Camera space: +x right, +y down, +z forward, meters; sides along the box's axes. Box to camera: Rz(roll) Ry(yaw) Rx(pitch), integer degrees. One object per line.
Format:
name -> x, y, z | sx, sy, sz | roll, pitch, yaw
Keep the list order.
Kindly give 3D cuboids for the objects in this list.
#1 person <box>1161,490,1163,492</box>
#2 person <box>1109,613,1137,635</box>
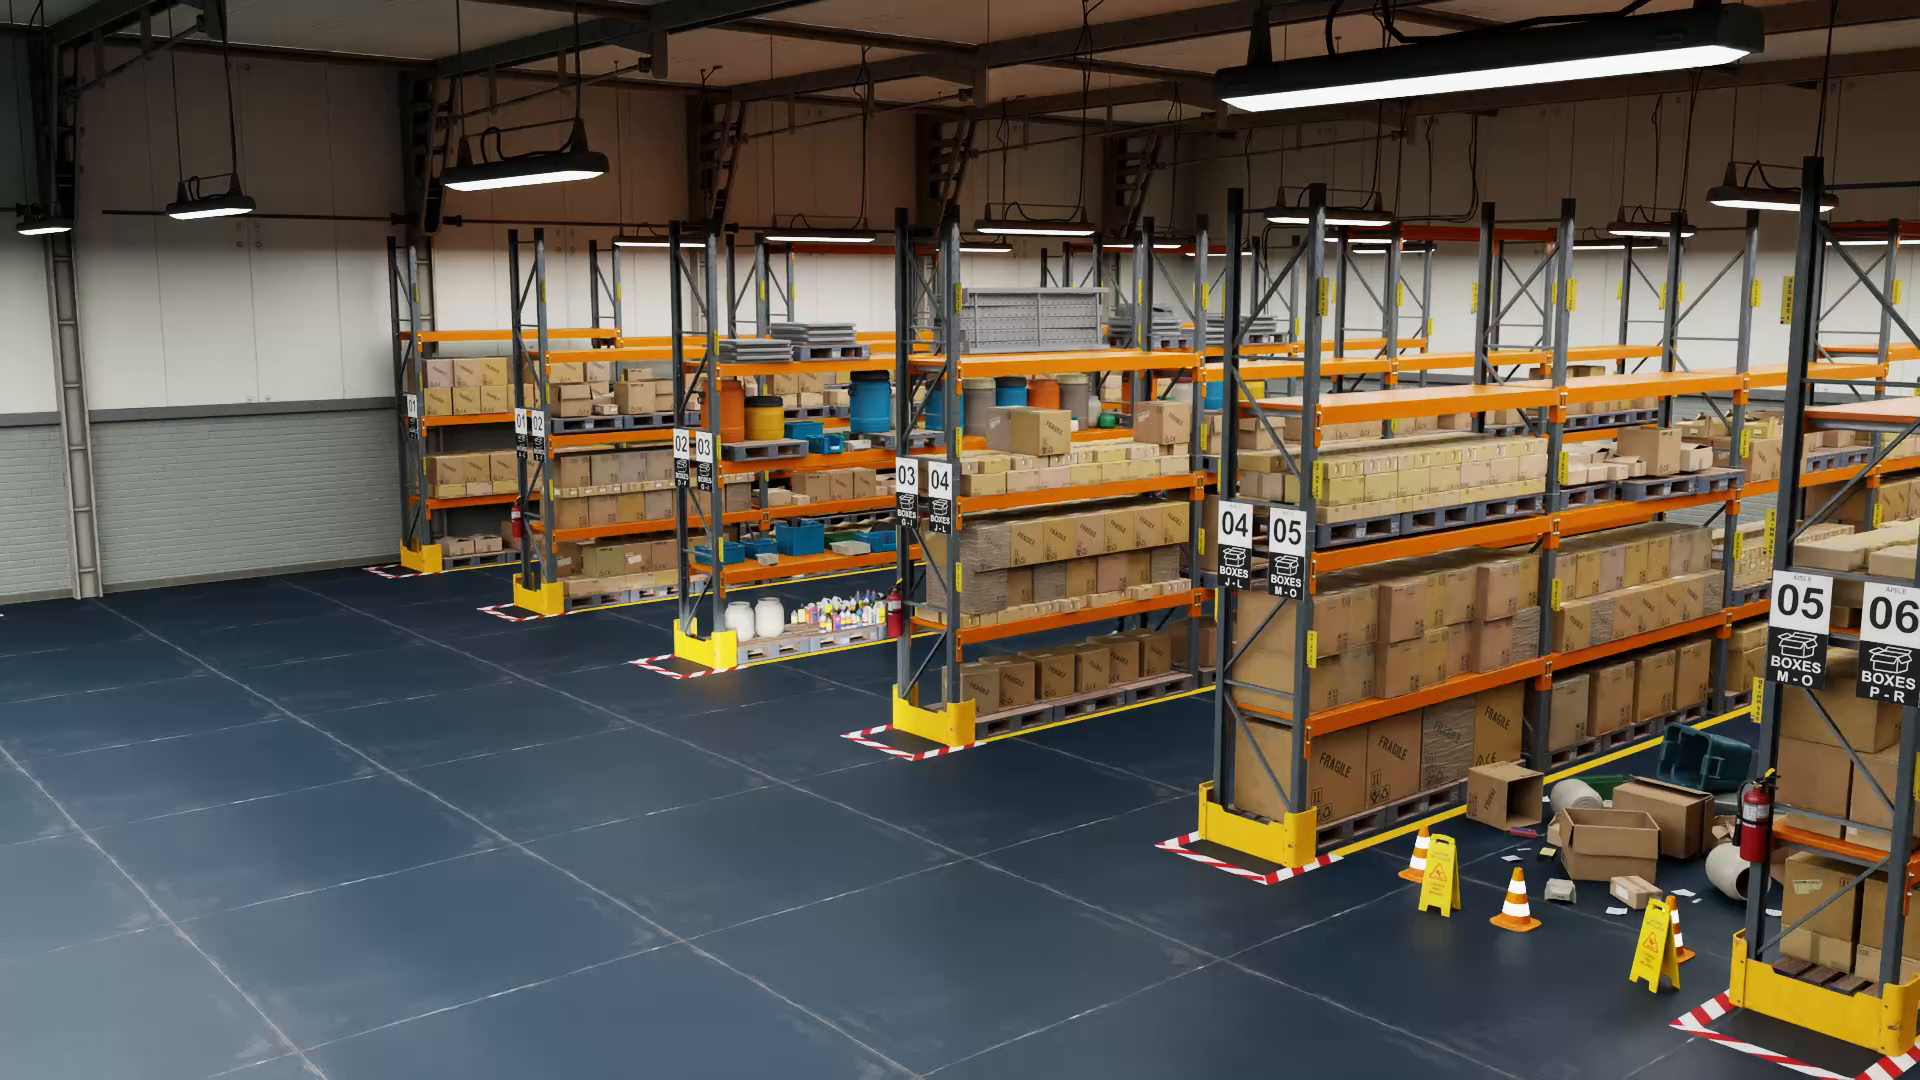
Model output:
person -> 5.007, -1.891, 40.551 | 0.496, 1.634, 0.667 | 7, 11, 40
person -> 2.346, 0.562, 23.091 | 0.794, 1.564, 0.498 | -7, 11, -38
